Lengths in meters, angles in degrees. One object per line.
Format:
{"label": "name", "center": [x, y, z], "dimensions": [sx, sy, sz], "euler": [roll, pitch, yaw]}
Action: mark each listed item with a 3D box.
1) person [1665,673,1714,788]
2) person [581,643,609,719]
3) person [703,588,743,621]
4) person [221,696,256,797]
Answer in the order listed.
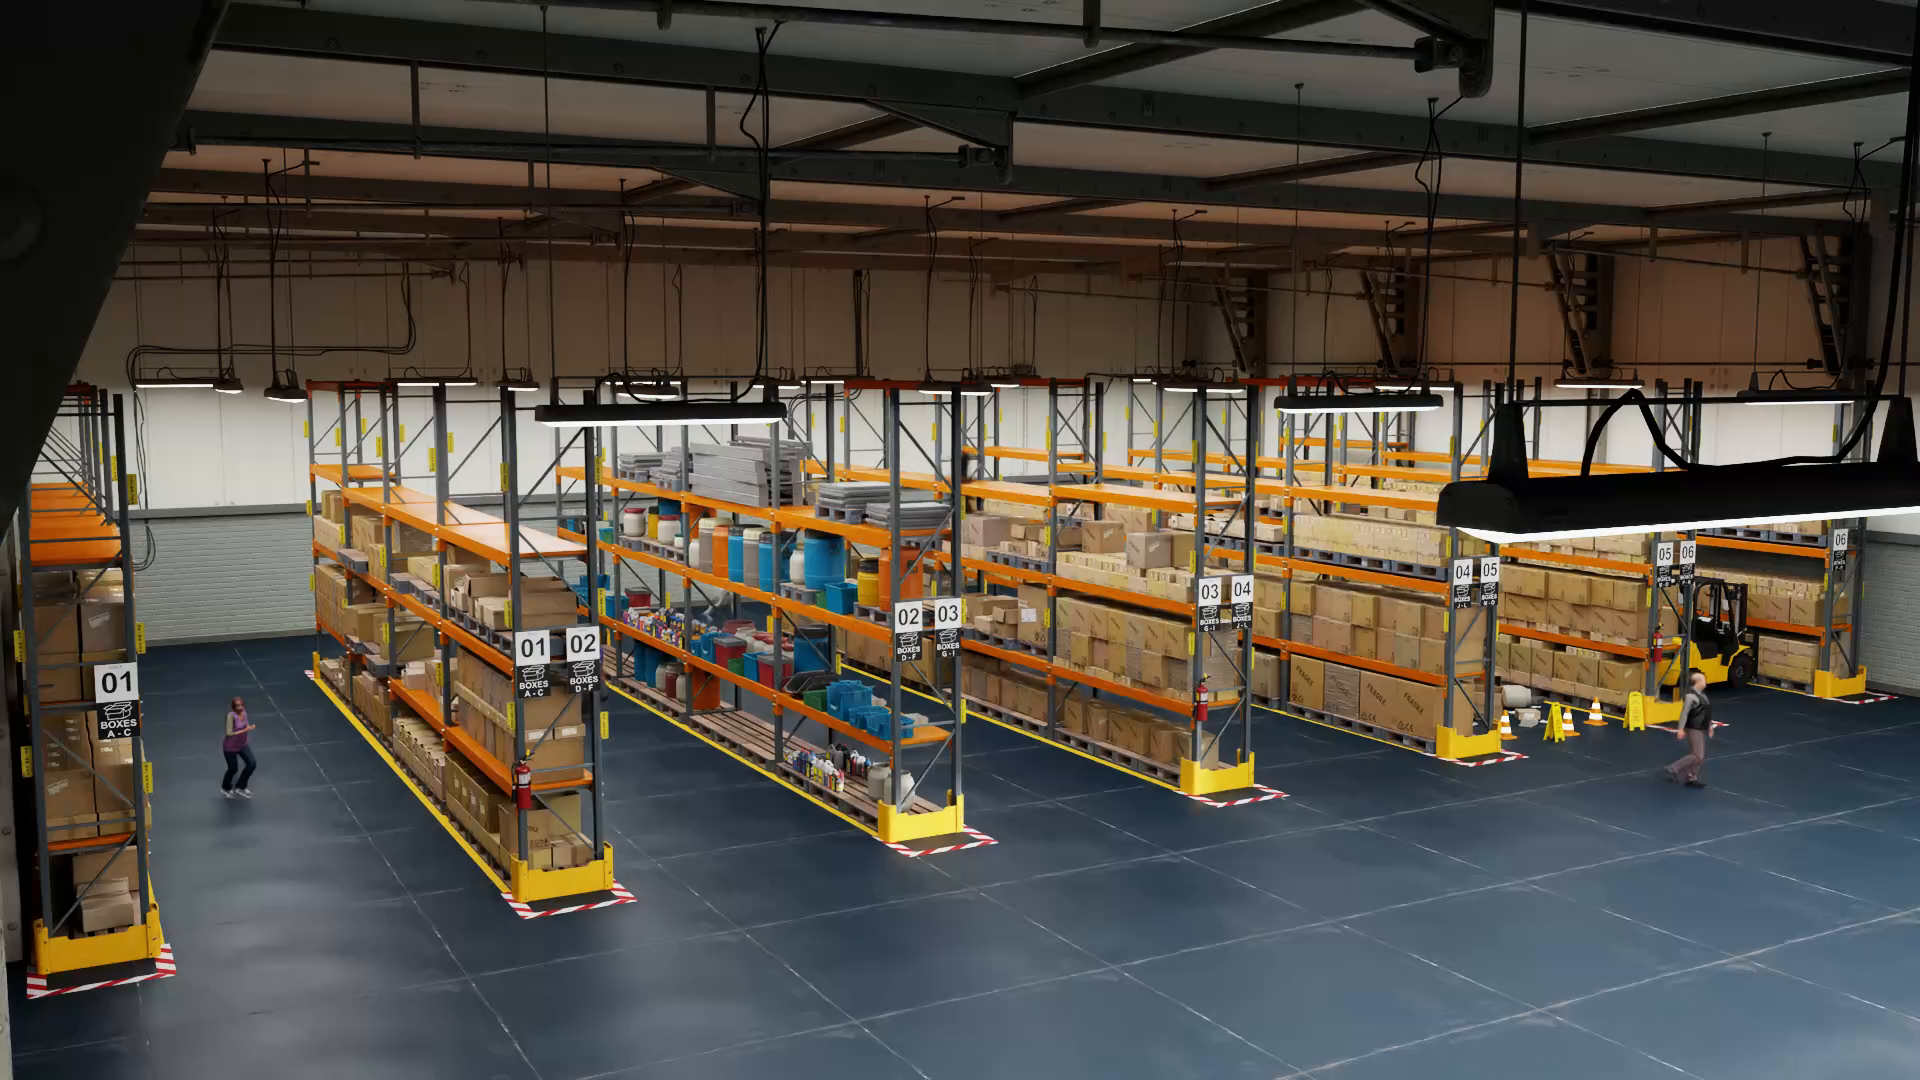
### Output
{"label": "person", "center": [10.898, 2.878, 24.825], "dimensions": [0.577, 1.635, 0.664], "euler": [4, 8, 36]}
{"label": "person", "center": [-6.470, 2.431, 29.421], "dimensions": [0.584, 1.546, 0.834], "euler": [-6, 8, -44]}
{"label": "person", "center": [-5.703, 1.234, 40.241], "dimensions": [1.058, 1.687, 0.627], "euler": [0, 6, 3]}
{"label": "person", "center": [-10.475, 3.017, 24.032], "dimensions": [0.811, 1.550, 0.510], "euler": [3, 7, 28]}
